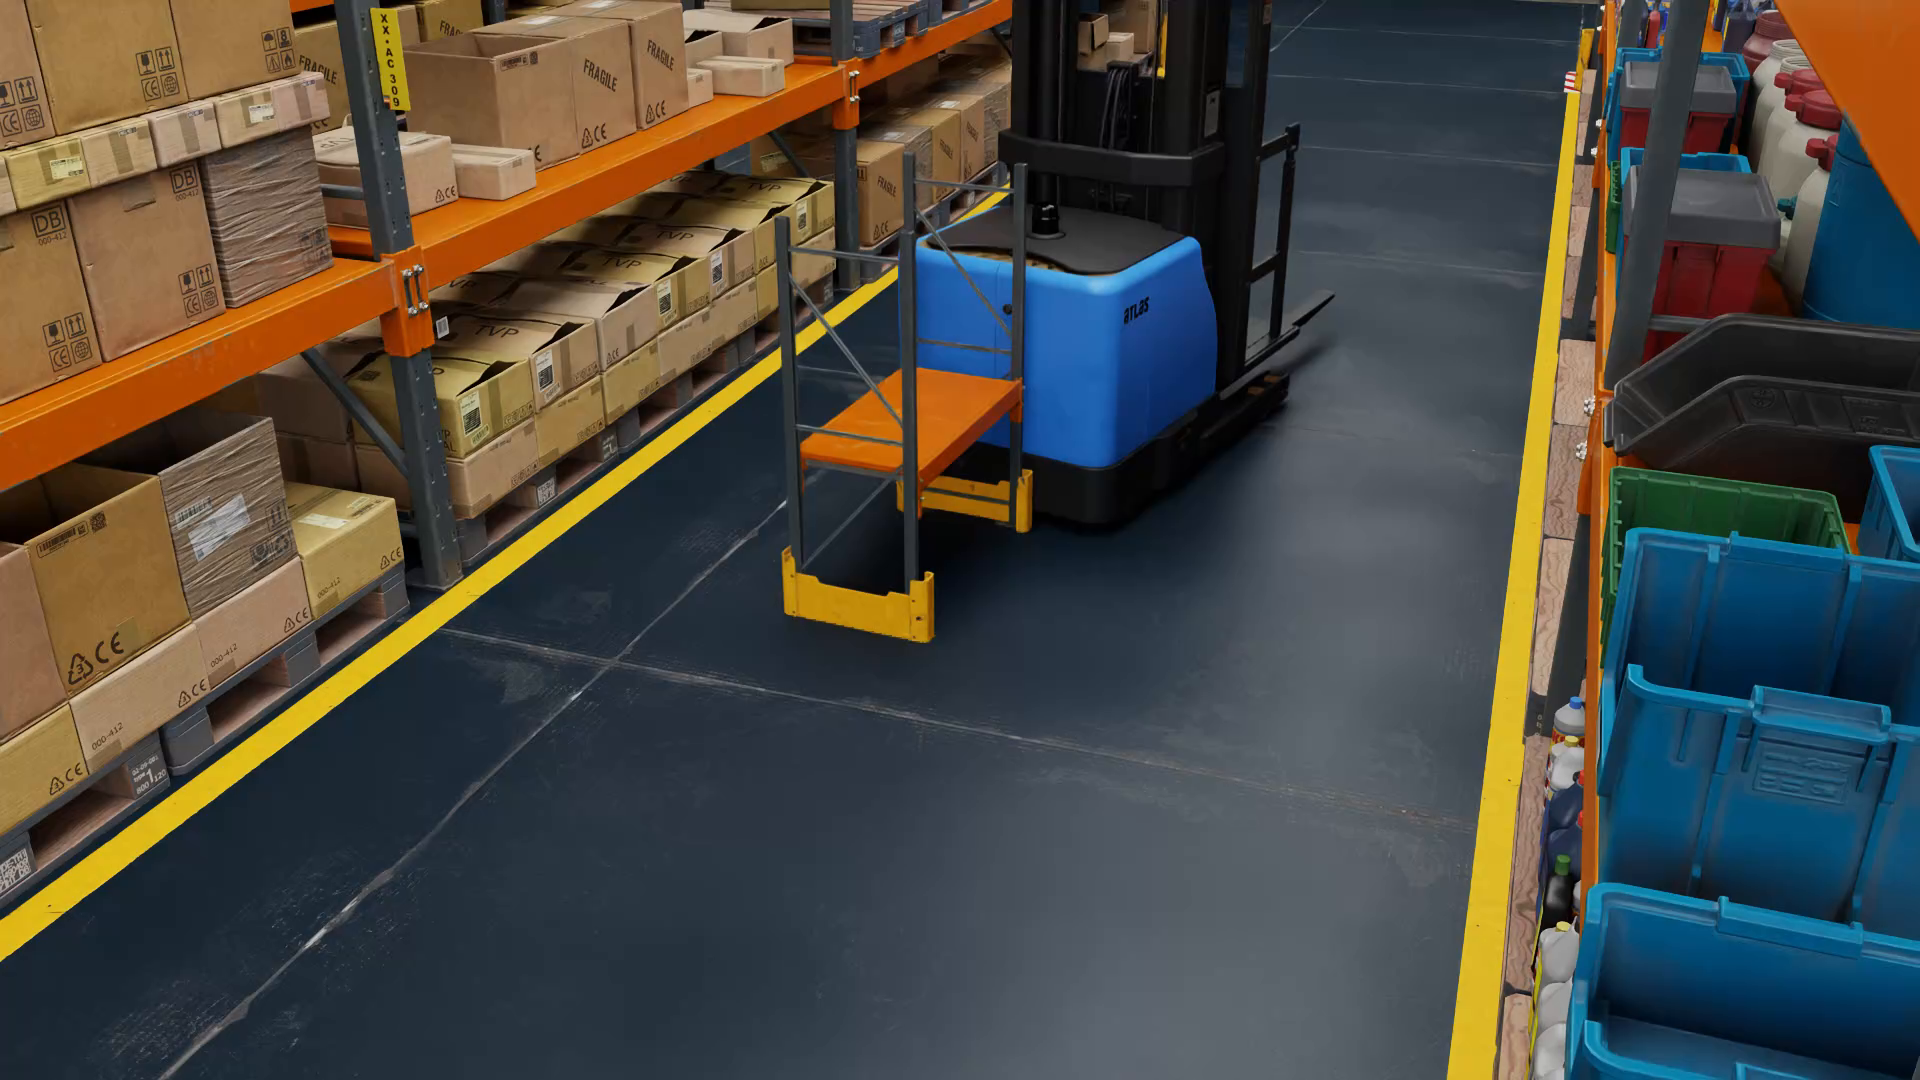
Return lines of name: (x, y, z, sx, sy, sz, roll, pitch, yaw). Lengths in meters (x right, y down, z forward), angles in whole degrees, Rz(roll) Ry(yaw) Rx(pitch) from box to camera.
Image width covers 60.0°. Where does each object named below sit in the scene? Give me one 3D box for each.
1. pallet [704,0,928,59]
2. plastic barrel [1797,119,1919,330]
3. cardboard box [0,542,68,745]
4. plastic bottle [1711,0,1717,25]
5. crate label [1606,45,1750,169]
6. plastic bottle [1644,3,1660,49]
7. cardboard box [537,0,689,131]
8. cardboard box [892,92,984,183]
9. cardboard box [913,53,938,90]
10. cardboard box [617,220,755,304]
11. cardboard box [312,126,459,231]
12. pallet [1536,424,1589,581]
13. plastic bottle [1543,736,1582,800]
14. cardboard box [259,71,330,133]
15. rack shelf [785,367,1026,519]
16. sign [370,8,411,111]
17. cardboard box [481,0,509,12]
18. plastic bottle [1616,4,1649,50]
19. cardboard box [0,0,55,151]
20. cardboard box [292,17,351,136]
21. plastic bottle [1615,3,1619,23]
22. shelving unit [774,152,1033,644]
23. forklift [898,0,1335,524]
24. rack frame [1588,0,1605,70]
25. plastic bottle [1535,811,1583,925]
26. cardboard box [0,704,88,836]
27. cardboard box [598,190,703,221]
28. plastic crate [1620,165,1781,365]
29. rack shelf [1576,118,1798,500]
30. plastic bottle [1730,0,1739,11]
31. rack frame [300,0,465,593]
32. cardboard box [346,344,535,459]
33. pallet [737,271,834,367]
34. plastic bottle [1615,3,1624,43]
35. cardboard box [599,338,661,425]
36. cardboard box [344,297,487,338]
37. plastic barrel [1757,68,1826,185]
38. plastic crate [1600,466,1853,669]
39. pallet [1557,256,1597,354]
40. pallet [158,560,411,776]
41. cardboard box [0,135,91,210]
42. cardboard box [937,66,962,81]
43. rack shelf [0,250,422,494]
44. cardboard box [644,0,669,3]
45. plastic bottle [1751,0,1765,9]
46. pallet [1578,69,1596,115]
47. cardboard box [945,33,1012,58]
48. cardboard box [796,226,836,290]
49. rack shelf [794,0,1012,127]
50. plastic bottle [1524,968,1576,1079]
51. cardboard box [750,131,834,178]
pallet: (-0.920, -3.091, 9.913, 1.213, 0.211, 1.003, 9, 27, 17)
plastic barrel: (2.674, -0.866, 4.521, 0.600, 0.901, 0.708, 9, 27, 17)
cardboard box: (-2.851, 0.305, 4.490, 0.500, 0.500, 0.500, 9, 27, 17)
plastic bottle: (4.788, -3.386, 10.359, 0.144, 0.351, 0.185, 9, 27, 17)
crate label: (3.005, -1.816, 7.018, 0.502, 0.435, 0.616, 9, 27, 17)
plastic bottle: (3.901, -2.869, 9.368, 0.061, 0.283, 0.133, 9, 27, 17)
cardboard box: (-1.622, -2.242, 7.824, 0.500, 0.500, 0.500, 7, 27, 15)
cardboard box: (-0.149, -2.744, 11.339, 0.500, 0.500, 0.500, 8, 27, 16)
cardboard box: (-0.472, -3.369, 11.769, 0.500, 0.250, 0.500, 9, 27, 18)
cardboard box: (-1.359, -1.420, 8.271, 0.500, 0.311, 0.500, 9, 27, 17)
cardboard box: (-2.288, -1.386, 6.343, 0.500, 0.250, 0.500, 11, 28, 21)
pallet: (2.889, -0.102, 6.718, 1.003, 0.211, 1.213, 9, 27, 17)
plastic bottle: (1.706, 0.645, 4.681, 0.097, 0.201, 0.097, 0, 26, 0)
cardboard box: (-2.299, -1.439, 5.422, 0.380, 0.149, 0.250, 9, 27, 17)
rack shelf: (-0.182, -0.400, 6.268, 0.538, 0.185, 1.000, 10, 28, 21)
sign: (-1.886, -1.591, 5.509, 0.100, 0.325, 0.005, 9, 27, 17)
cardboard box: (-4.311, -4.867, 15.003, 0.380, 0.149, 0.250, 9, 27, 17)
plastic bottle: (3.795, -2.904, 9.362, 0.144, 0.351, 0.185, 9, 27, 17)
cardboard box: (-2.886, -1.277, 4.343, 0.700, 0.500, 0.500, 9, 27, 17)
cardboard box: (-5.086, -3.469, 12.459, 0.750, 0.750, 0.750, 9, 27, 17)
plastic bottle: (4.157, -3.314, 10.381, 0.097, 0.201, 0.097, 0, 26, 0)
shelving unit: (-0.178, -0.566, 6.197, 0.587, 1.500, 1.083, 10, 28, 21)
forklift: (0.942, -1.982, 7.480, 1.130, 2.935, 3.031, 15, 30, 29)
rack frame: (6.253, -5.457, 14.578, 1.000, 3.000, 0.127, 9, 27, 17)
plastic bottle: (1.537, 0.818, 4.153, 0.144, 0.351, 0.185, 8, 27, 15)
cardboard box: (-2.852, 0.643, 4.654, 0.500, 0.250, 0.500, 9, 27, 17)
cardboard box: (-1.697, -1.703, 8.855, 0.500, 0.311, 0.500, 8, 27, 16)
plastic crate: (2.132, -0.797, 4.882, 0.402, 0.464, 0.583, 9, 27, 17)
rack shelf: (2.925, -1.023, 6.247, 1.077, 0.370, 4.000, 9, 27, 17)
plastic bottle: (4.560, -3.049, 9.752, 0.097, 0.271, 0.097, 0, 26, 0)
rack frame: (-2.410, -1.245, 5.880, 1.000, 3.000, 0.127, 9, 27, 17)
cardboard box: (-2.038, -0.583, 6.541, 0.500, 0.311, 0.500, 9, 27, 18)
pallet: (-1.390, -1.301, 9.195, 1.003, 0.211, 1.213, 9, 27, 17)
plastic bottle: (3.926, -3.061, 9.777, 0.097, 0.271, 0.097, 0, 26, 0)
cardboard box: (-1.701, -0.750, 7.529, 0.500, 0.250, 0.500, 8, 27, 16)
cardboard box: (-2.379, -0.872, 7.138, 0.500, 0.311, 0.500, 10, 27, 19)
plastic barrel: (3.173, -1.427, 6.100, 0.433, 0.535, 0.433, 0, 26, 0)
plastic crate: (1.542, 0.087, 3.371, 0.450, 0.188, 0.662, 9, 27, 17)
pallet: (3.814, -1.244, 9.077, 1.003, 0.211, 1.213, 9, 27, 17)
pallet: (-2.714, 0.331, 5.825, 1.003, 0.211, 1.213, 9, 27, 17)
cardboard box: (-2.639, -1.021, 4.558, 0.380, 0.149, 0.250, 9, 27, 17)
cardboard box: (-0.306, -3.221, 12.325, 0.500, 0.500, 0.500, 9, 27, 18)
rack shelf: (-3.076, -0.099, 4.339, 1.077, 0.370, 4.000, 9, 27, 17)
cardboard box: (-3.395, -5.450, 16.950, 0.700, 0.500, 0.500, 9, 27, 17)
plastic bottle: (4.684, -3.040, 9.729, 0.152, 0.276, 0.135, 9, 27, 17)
pallet: (5.942, -3.868, 14.497, 1.003, 0.211, 1.213, 9, 27, 17)
cardboard box: (0.174, -3.881, 13.687, 0.500, 0.500, 0.500, 9, 27, 17)
cardboard box: (-1.024, -1.589, 9.263, 0.500, 0.250, 0.500, 9, 27, 19)
rack shelf: (-0.414, -3.387, 11.129, 1.077, 0.370, 4.000, 9, 27, 17)
plastic bottle: (1.333, 1.069, 3.635, 0.144, 0.351, 0.185, 10, 28, 20)
cardboard box: (-0.989, -2.380, 10.588, 0.500, 0.500, 0.500, 10, 28, 19)
